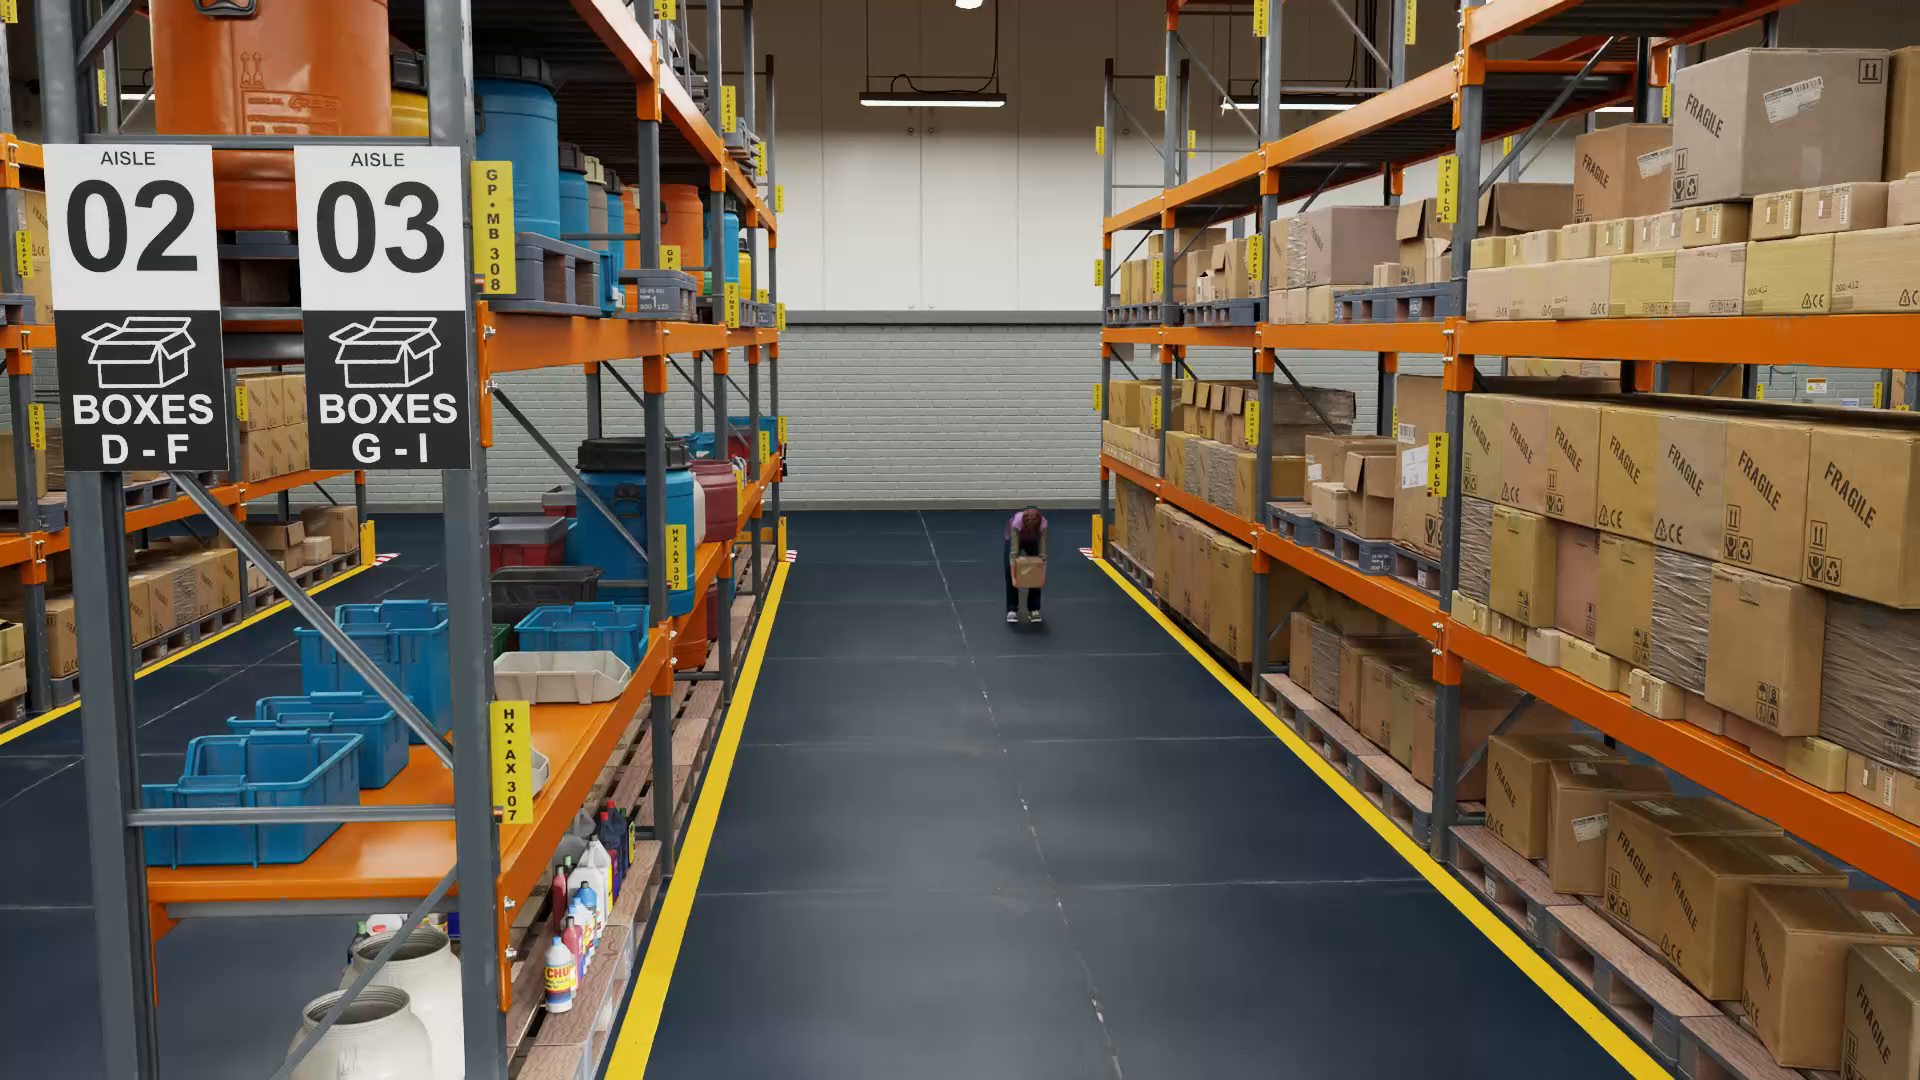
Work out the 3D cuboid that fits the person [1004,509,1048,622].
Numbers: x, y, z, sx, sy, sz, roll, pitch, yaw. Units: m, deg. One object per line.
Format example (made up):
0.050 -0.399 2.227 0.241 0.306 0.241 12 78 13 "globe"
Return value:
0.630 0.240 15.739 0.385 1.139 0.848 -1 7 -5 "person"
